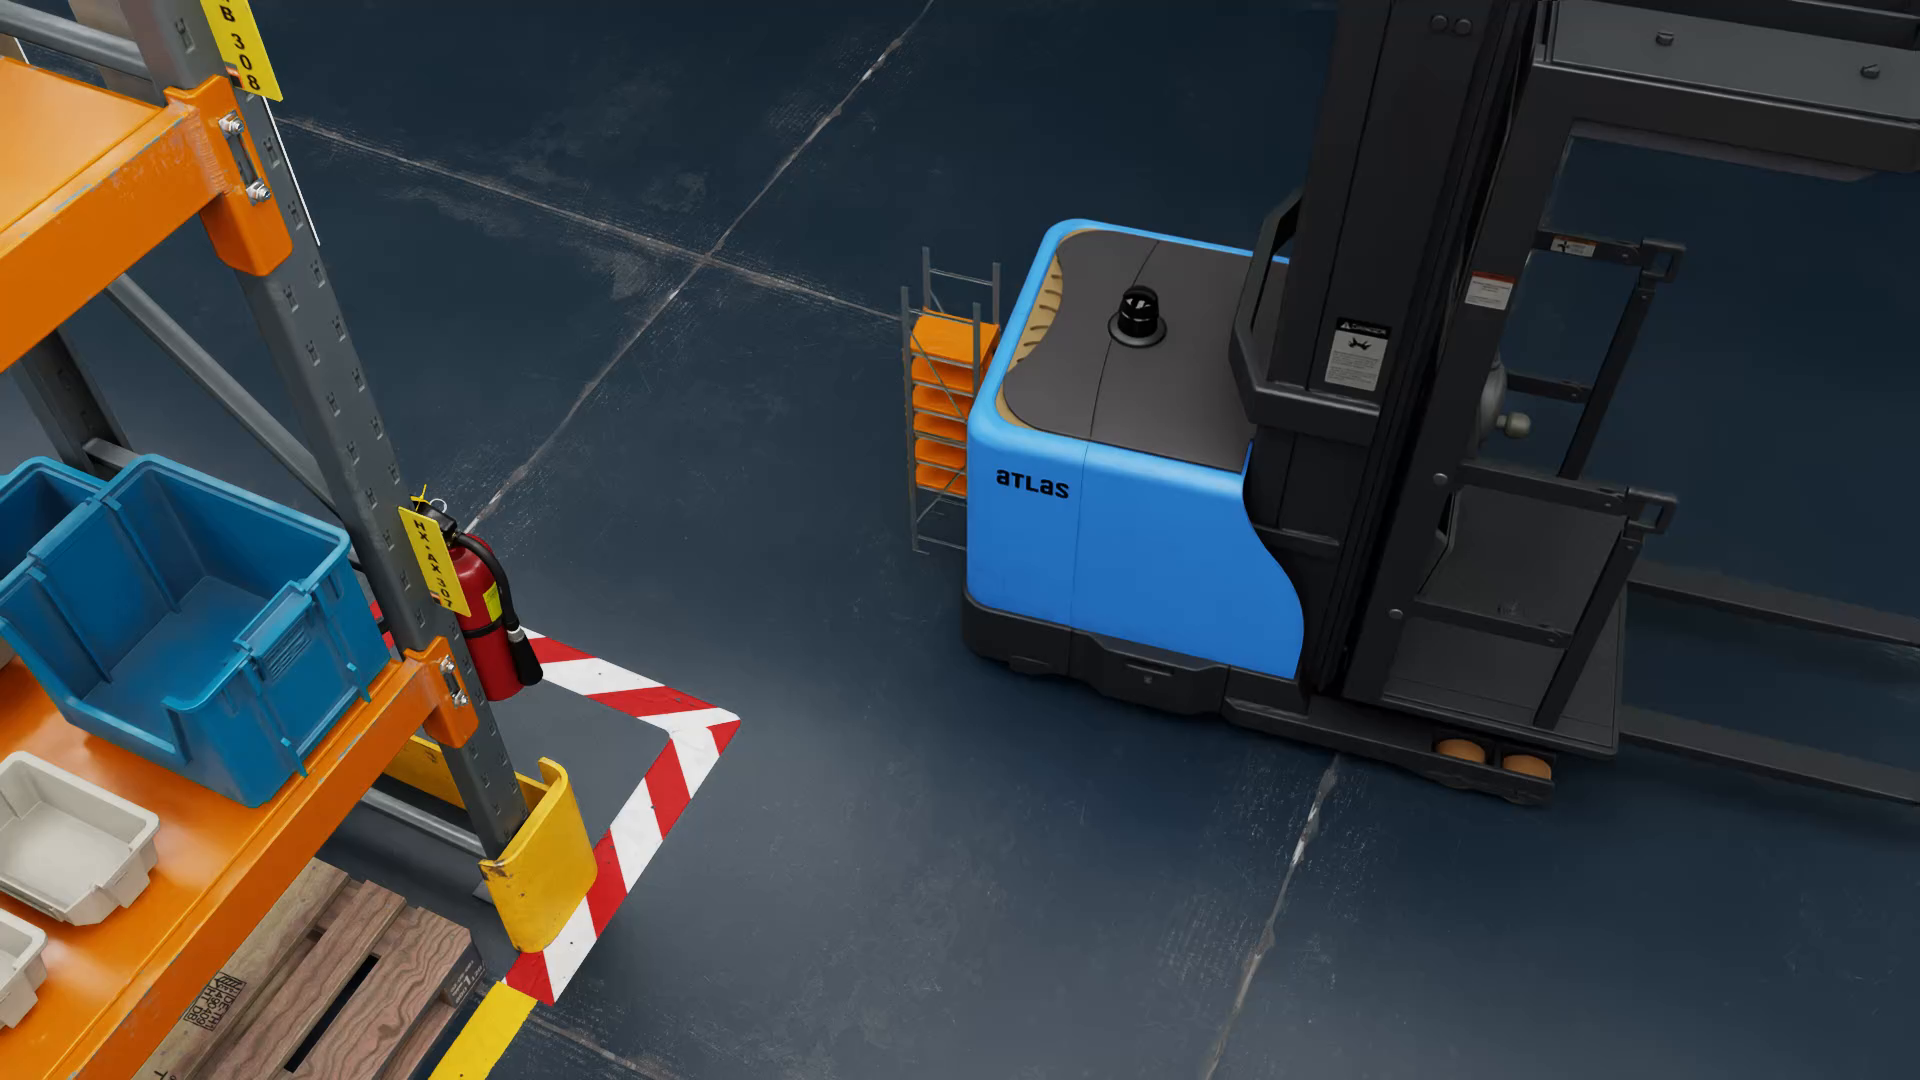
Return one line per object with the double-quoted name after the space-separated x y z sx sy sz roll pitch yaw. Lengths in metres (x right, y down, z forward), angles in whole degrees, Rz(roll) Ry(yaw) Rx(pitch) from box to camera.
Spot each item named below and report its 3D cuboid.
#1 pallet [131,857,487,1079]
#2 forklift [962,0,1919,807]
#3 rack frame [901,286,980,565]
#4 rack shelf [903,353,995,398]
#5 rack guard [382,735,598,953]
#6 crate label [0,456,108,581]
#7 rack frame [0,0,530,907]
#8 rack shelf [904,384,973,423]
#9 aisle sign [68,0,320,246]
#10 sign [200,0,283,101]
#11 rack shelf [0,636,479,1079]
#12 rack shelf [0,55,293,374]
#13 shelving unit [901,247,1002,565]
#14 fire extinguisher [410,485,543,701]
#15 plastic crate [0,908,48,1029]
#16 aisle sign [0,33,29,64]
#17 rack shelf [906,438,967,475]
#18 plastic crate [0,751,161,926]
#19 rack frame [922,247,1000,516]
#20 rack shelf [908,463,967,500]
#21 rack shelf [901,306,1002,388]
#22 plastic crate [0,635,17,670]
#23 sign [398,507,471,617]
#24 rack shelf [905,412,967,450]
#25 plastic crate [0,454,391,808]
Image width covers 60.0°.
-2.036 1.395 4.424 1.003 0.211 1.213 20 52 16 "pallet"
1.582 -0.601 4.337 3.031 2.935 1.130 13 51 11 "forklift"
-0.052 -0.318 5.232 0.240 1.200 0.006 15 52 12 "rack frame"
-0.024 -0.510 5.137 0.258 0.103 0.180 15 52 12 "rack shelf"
-1.650 0.726 4.804 1.175 0.500 0.348 20 52 16 "rack guard"
-2.052 0.034 3.822 0.416 0.233 0.303 20 52 16 "crate label"
-1.649 -0.063 3.834 1.000 3.000 0.127 20 52 16 "rack frame"
-0.023 -0.433 5.230 0.258 0.103 0.180 15 52 12 "rack shelf"
-1.353 -0.860 2.805 0.394 0.787 0.004 20 52 16 "aisle sign"
-1.145 -0.834 2.589 0.100 0.325 0.005 20 52 16 "sign"
-2.503 1.547 2.937 1.077 0.370 4.000 20 52 16 "rack shelf"
-2.503 0.575 1.794 1.077 0.370 4.000 20 52 16 "rack shelf"
-0.023 -0.385 5.288 0.258 1.200 0.189 15 52 12 "shelving unit"
-1.174 0.126 3.969 0.296 0.674 0.183 20 52 16 "fire extinguisher"
-1.971 0.818 3.218 0.396 0.136 0.243 20 52 16 "plastic crate"
-1.887 -1.052 2.969 0.394 0.787 0.004 20 52 16 "aisle sign"
-0.022 -0.280 5.414 0.258 0.103 0.180 15 52 12 "rack shelf"
-1.834 0.623 3.384 0.396 0.136 0.243 20 52 16 "plastic crate"
0.007 -0.451 5.343 0.240 1.200 0.006 15 52 12 "rack frame"
-0.021 -0.203 5.506 0.258 0.103 0.180 15 52 12 "rack shelf"
-0.025 -0.587 5.045 0.258 0.103 0.180 15 52 12 "rack shelf"
-2.264 0.259 3.694 0.250 0.136 0.298 20 52 16 "plastic crate"
-1.145 0.051 3.630 0.100 0.325 0.005 20 52 16 "sign"
-0.022 -0.356 5.322 0.258 0.103 0.180 15 52 12 "rack shelf"
-1.623 0.197 3.550 0.616 0.435 0.499 20 52 16 "plastic crate"
